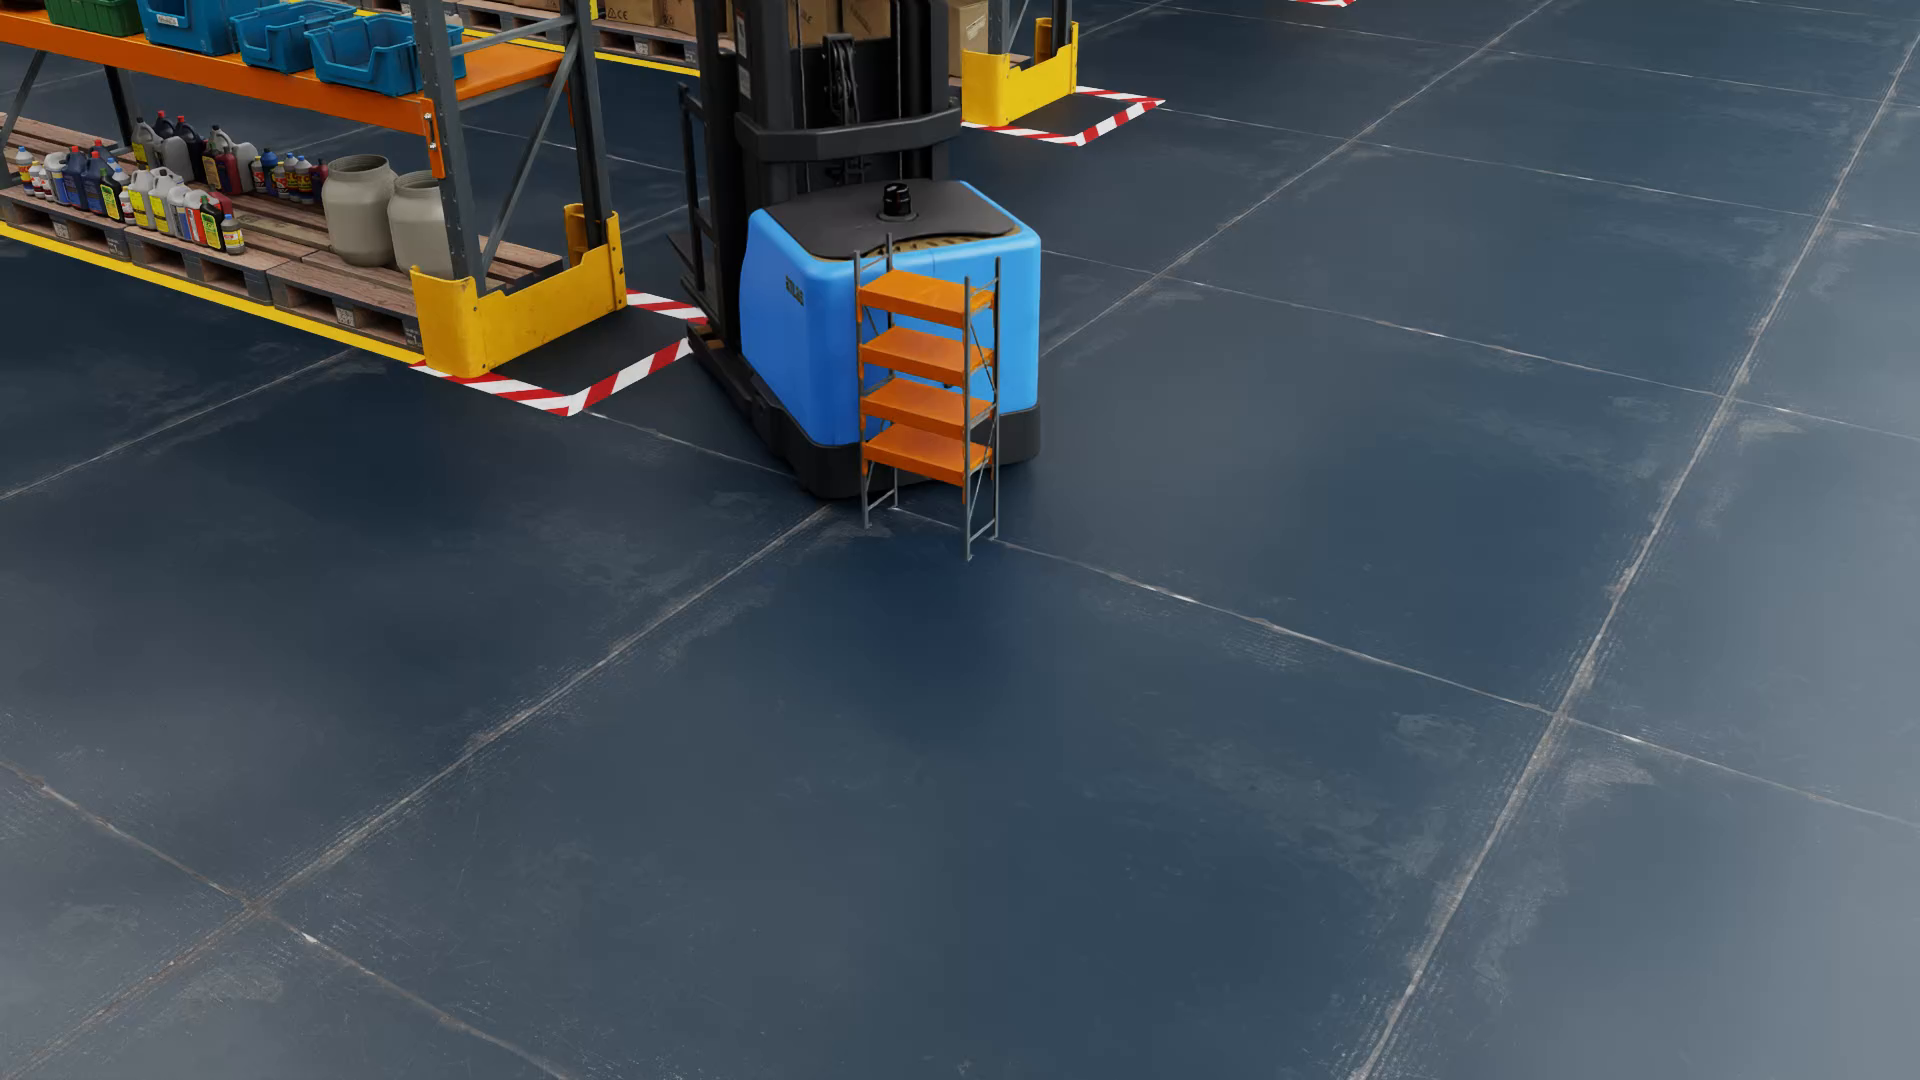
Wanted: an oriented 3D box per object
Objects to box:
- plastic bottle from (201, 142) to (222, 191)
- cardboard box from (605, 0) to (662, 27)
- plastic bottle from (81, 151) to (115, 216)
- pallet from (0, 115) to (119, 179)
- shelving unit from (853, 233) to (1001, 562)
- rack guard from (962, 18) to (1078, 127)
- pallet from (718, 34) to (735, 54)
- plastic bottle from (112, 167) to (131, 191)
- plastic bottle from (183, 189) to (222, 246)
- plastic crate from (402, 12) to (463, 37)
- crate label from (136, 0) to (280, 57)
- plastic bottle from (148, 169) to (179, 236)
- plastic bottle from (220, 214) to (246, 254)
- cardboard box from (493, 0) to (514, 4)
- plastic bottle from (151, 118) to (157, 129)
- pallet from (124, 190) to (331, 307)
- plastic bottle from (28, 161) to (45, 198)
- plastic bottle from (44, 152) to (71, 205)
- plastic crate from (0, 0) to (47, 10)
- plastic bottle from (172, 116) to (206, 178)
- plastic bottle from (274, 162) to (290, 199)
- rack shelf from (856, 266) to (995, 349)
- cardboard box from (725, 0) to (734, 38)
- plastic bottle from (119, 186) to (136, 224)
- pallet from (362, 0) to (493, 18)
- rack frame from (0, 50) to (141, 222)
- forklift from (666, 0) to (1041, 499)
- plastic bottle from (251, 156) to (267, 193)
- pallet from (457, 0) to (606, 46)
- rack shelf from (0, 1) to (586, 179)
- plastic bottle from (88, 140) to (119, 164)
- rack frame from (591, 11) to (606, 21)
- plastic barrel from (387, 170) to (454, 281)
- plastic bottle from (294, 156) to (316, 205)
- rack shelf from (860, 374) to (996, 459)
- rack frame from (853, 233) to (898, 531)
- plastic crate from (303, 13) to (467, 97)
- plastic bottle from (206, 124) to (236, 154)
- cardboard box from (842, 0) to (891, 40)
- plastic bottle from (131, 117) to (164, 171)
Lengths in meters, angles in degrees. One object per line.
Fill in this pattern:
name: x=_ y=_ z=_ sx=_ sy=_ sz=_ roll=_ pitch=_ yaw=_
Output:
plastic bottle: x=-4.411 y=-2.214 z=9.827 sx=0.133 sy=0.283 sz=0.061 roll=18 pitch=35 yaw=27
cardboard box: x=-2.562 y=-4.527 z=13.596 sx=0.500 sy=0.500 sz=0.500 roll=16 pitch=34 yaw=26
plastic bottle: x=-4.890 y=-2.037 z=9.457 sx=0.185 sy=0.351 sz=0.144 roll=16 pitch=34 yaw=25
pallet: x=-6.199 y=-2.424 z=10.696 sx=1.213 sy=0.211 sz=1.003 roll=18 pitch=35 yaw=27
shelving unit: x=-0.123 y=-0.546 z=6.496 sx=0.503 sy=1.200 sz=0.258 roll=17 pitch=34 yaw=27
rack guard: x=0.444 y=-3.418 z=12.113 sx=0.348 sy=0.500 sz=1.175 roll=18 pitch=35 yaw=27
pallet: x=-1.255 y=-3.853 z=13.146 sx=1.213 sy=0.211 sz=1.003 roll=18 pitch=35 yaw=27
plastic bottle: x=-4.745 y=-1.979 z=9.437 sx=0.097 sy=0.271 sz=0.097 roll=0 pitch=30 yaw=0
plastic bottle: x=-4.112 y=-1.761 z=9.059 sx=0.135 sy=0.276 sz=0.152 roll=18 pitch=35 yaw=28
plastic crate: x=-2.712 y=-2.627 z=8.537 sx=0.250 sy=0.136 sz=0.298 roll=18 pitch=35 yaw=27
crate label: x=-3.828 y=-2.756 z=8.463 sx=0.616 sy=0.435 sz=0.502 roll=18 pitch=35 yaw=27
plastic bottle: x=-4.372 y=-1.873 z=9.177 sx=0.185 sy=0.351 sz=0.144 roll=19 pitch=35 yaw=29
plastic bottle: x=-3.913 y=-1.650 z=8.942 sx=0.097 sy=0.201 sz=0.097 roll=0 pitch=30 yaw=0
cardboard box: x=-3.782 y=-4.969 z=14.334 sx=0.500 sy=0.500 sz=0.700 roll=17 pitch=34 yaw=27
plastic bottle: x=-4.930 y=-2.464 z=10.256 sx=0.133 sy=0.283 sz=0.061 roll=19 pitch=35 yaw=30
pallet: x=-3.929 y=-1.707 z=9.466 sx=1.213 sy=0.211 sz=1.003 roll=18 pitch=35 yaw=27
plastic bottle: x=-5.390 y=-2.117 z=9.742 sx=0.097 sy=0.201 sz=0.097 roll=0 pitch=30 yaw=0
plastic bottle: x=-5.188 y=-2.101 z=9.641 sx=0.135 sy=0.276 sz=0.152 roll=19 pitch=35 yaw=29
plastic crate: x=-5.137 y=-3.214 z=9.344 sx=0.504 sy=0.338 sz=0.767 roll=18 pitch=35 yaw=27
plastic bottle: x=-4.652 y=-2.380 z=10.045 sx=0.185 sy=0.351 sz=0.144 roll=16 pitch=34 yaw=25
plastic bottle: x=-3.954 y=-2.109 z=9.728 sx=0.097 sy=0.201 sz=0.097 roll=0 pitch=30 yaw=0
rack shelf: x=-0.123 y=-0.886 z=6.298 sx=0.480 sy=0.148 sz=0.258 roll=17 pitch=34 yaw=27
cardboard box: x=-1.505 y=-4.244 z=13.111 sx=0.500 sy=0.500 sz=0.500 roll=14 pitch=33 yaw=23
plastic bottle: x=-4.663 y=-1.887 z=9.348 sx=0.097 sy=0.201 sz=0.097 roll=0 pitch=30 yaw=0
pallet: x=-4.577 y=-4.879 z=14.904 sx=1.213 sy=0.211 sz=1.003 roll=18 pitch=35 yaw=27
rack frame: x=-5.513 y=-3.435 z=9.661 sx=0.127 sy=3.000 sz=1.000 roll=18 pitch=35 yaw=27
forklift: x=-0.710 y=-2.162 z=7.547 sx=1.130 sy=2.935 sz=3.031 roll=-13 pitch=33 yaw=-20
plastic bottle: x=-4.128 y=-2.164 z=9.823 sx=0.097 sy=0.201 sz=0.097 roll=0 pitch=30 yaw=0
pallet: x=-3.540 y=-4.553 z=14.344 sx=1.213 sy=0.211 sz=1.003 roll=18 pitch=35 yaw=27
rack shelf: x=-3.819 y=-2.589 z=8.924 sx=4.000 sy=0.370 sz=1.077 roll=18 pitch=35 yaw=27
plastic bottle: x=-4.973 y=-2.149 z=9.649 sx=0.185 sy=0.351 sz=0.144 roll=18 pitch=35 yaw=27
rack frame: x=-2.880 y=-5.549 z=13.285 sx=0.127 sy=3.000 sz=1.000 roll=18 pitch=35 yaw=27
plastic barrel: x=-2.723 y=-1.614 z=8.592 sx=0.421 sy=0.512 sz=0.421 roll=0 pitch=30 yaw=0
plastic bottle: x=-3.785 y=-2.086 z=9.619 sx=0.097 sy=0.271 sz=0.097 roll=0 pitch=30 yaw=0
rack shelf: x=-0.123 y=-0.488 z=6.530 sx=0.480 sy=0.148 sz=0.258 roll=17 pitch=34 yaw=27
rack frame: x=-0.331 y=-0.611 z=6.606 sx=0.015 sy=1.200 sz=0.240 roll=17 pitch=34 yaw=27
plastic crate: x=-2.708 y=-2.306 z=7.873 sx=0.616 sy=0.251 sz=0.499 roll=18 pitch=35 yaw=27
plastic bottle: x=-4.378 y=-2.294 z=9.897 sx=0.185 sy=0.351 sz=0.144 roll=17 pitch=34 yaw=27
cardboard box: x=-0.536 y=-3.899 z=12.521 sx=0.500 sy=0.500 sz=0.500 roll=-25 pitch=38 yaw=-36
plastic bottle: x=-4.891 y=-2.370 z=10.028 sx=0.185 sy=0.351 sz=0.144 roll=18 pitch=35 yaw=27
